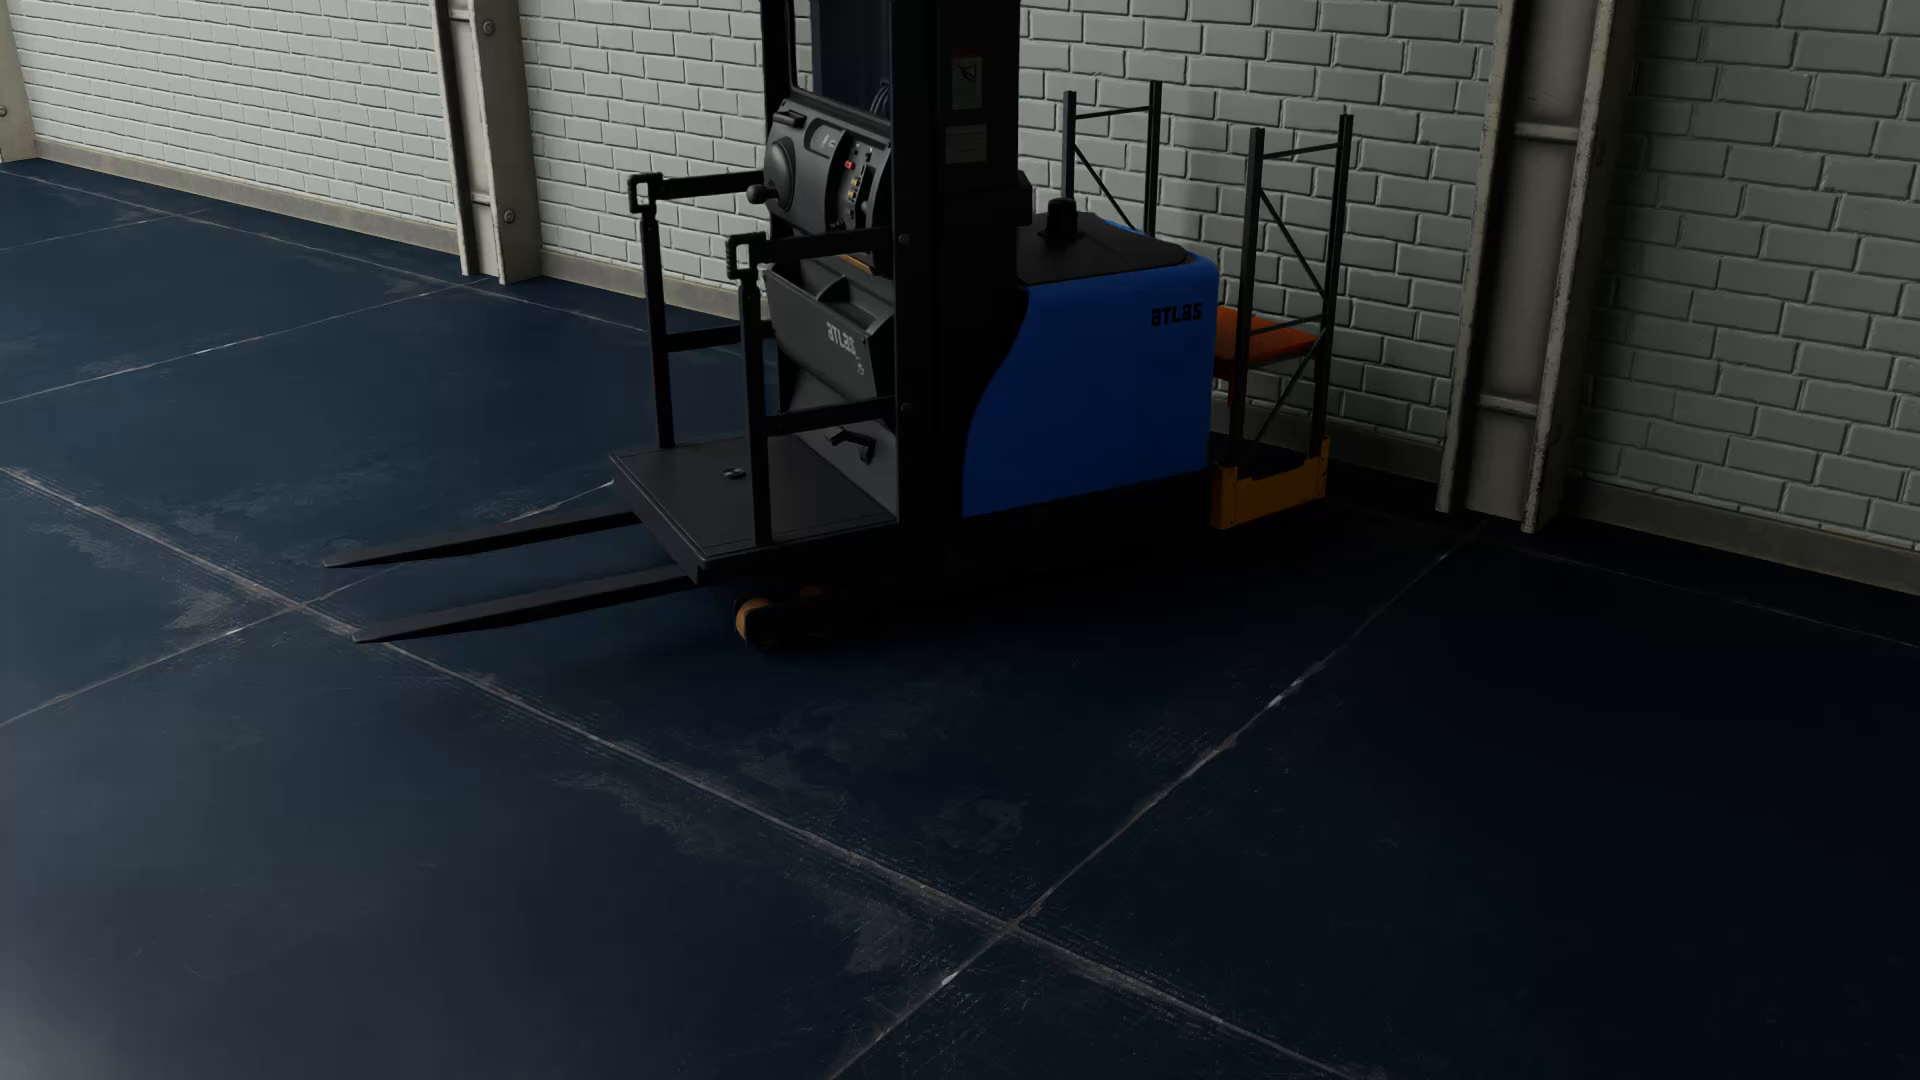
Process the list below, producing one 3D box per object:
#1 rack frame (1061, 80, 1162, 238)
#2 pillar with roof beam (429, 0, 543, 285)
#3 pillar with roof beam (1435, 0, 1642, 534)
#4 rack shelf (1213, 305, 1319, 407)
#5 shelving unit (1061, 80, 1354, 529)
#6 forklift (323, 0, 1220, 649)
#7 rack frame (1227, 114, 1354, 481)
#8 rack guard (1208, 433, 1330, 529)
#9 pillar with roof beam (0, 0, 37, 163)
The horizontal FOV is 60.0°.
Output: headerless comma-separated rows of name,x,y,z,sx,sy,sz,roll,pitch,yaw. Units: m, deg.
rack frame,0.615,-1.130,6.955,0.500,1.500,0.032,-17,29,-33
pillar with roof beam,-5.272,-4.299,4.847,0.400,9.000,9.100,17,29,33
pillar with roof beam,-0.471,-2.848,1.554,0.400,9.000,9.100,17,29,33
rack shelf,0.917,-0.801,6.653,0.538,0.185,1.000,-17,29,-33
shelving unit,0.912,-0.968,6.587,0.587,1.500,1.083,-17,29,-33
forklift,-0.625,-1.229,5.404,3.031,2.935,1.130,-12,26,-25
rack frame,1.219,-0.800,6.206,0.500,1.500,0.032,-17,29,-33
rack guard,1.207,-0.235,6.472,0.587,0.250,0.087,-17,29,-33
pillar with roof beam,-10.073,-5.750,8.140,0.400,9.000,9.100,17,29,33
